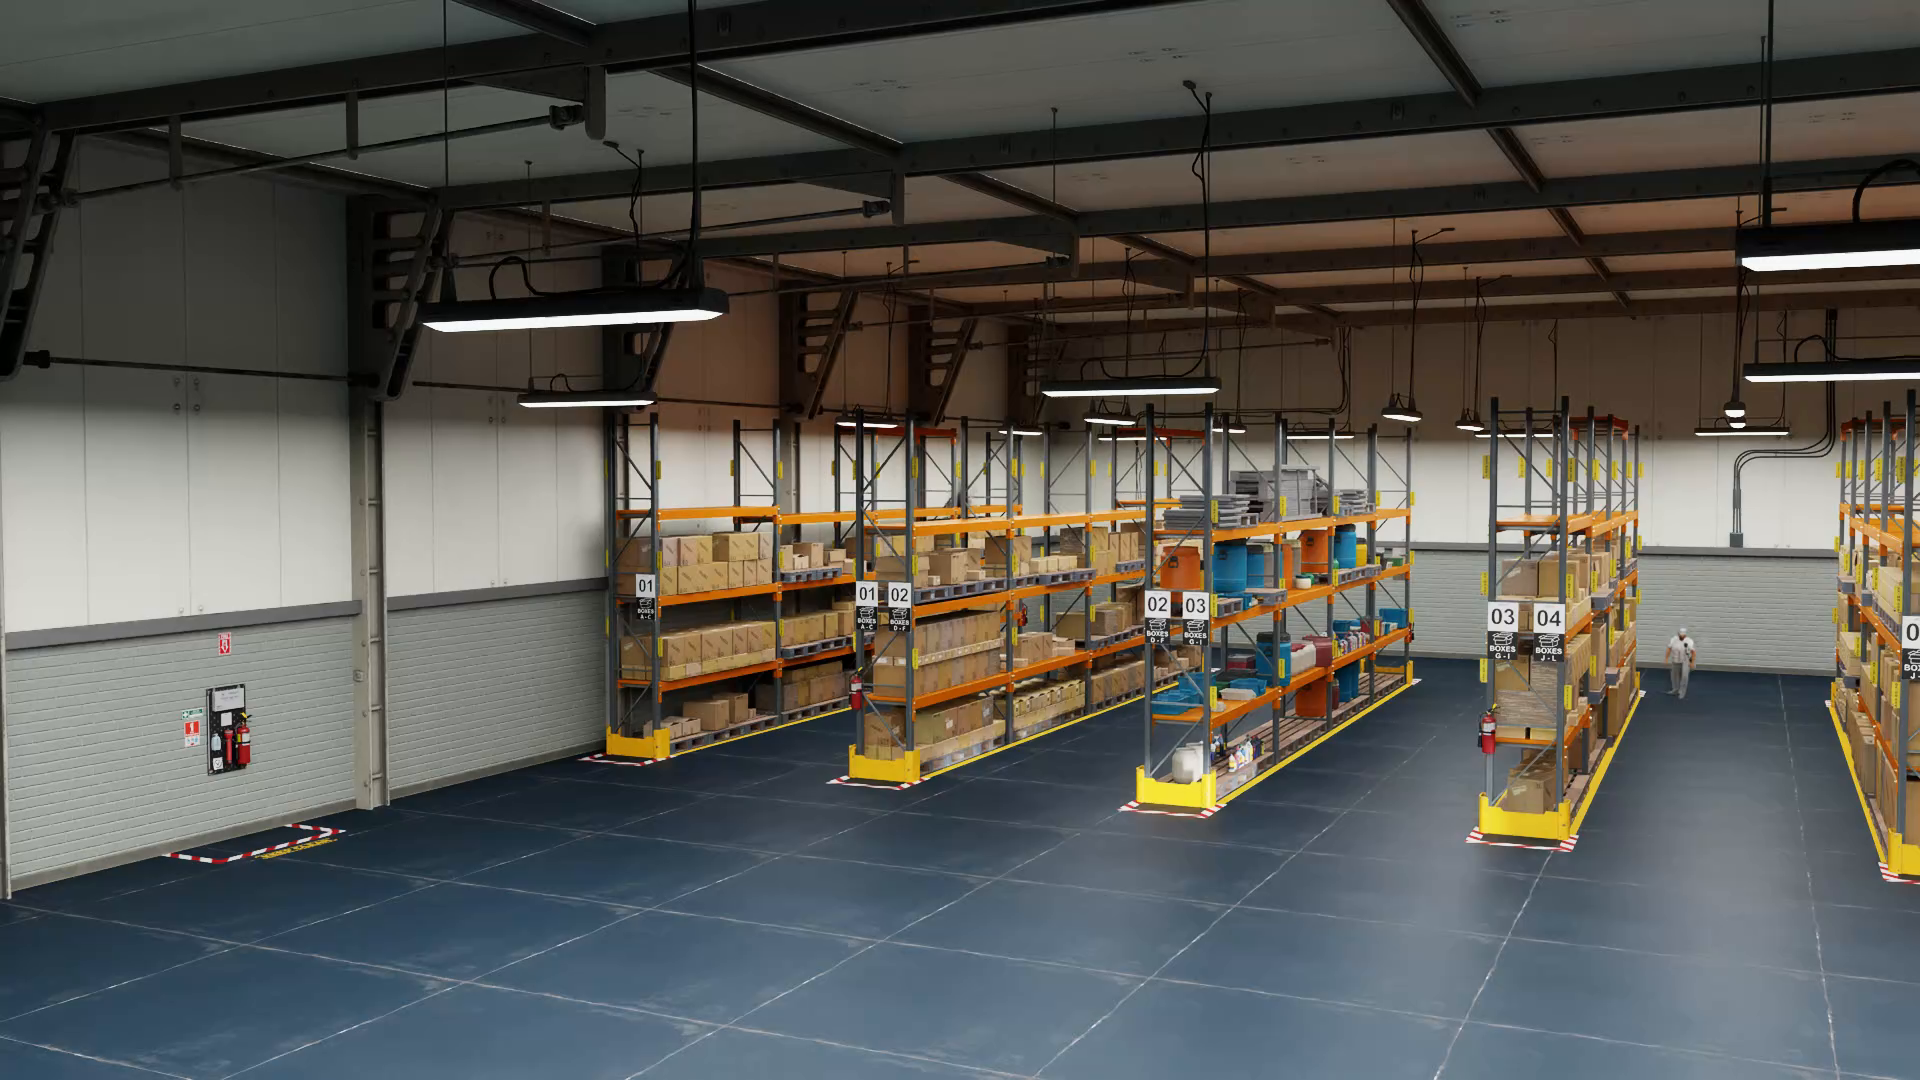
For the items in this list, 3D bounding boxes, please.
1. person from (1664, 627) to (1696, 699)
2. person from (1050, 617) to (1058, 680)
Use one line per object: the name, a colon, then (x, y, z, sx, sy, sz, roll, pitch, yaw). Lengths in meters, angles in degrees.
person: (15.897, 2.690, 36.699, 0.654, 1.586, 0.783, 2, 3, 42)
person: (2.171, 2.572, 38.183, 0.533, 1.609, 0.861, 1, 3, 25)
